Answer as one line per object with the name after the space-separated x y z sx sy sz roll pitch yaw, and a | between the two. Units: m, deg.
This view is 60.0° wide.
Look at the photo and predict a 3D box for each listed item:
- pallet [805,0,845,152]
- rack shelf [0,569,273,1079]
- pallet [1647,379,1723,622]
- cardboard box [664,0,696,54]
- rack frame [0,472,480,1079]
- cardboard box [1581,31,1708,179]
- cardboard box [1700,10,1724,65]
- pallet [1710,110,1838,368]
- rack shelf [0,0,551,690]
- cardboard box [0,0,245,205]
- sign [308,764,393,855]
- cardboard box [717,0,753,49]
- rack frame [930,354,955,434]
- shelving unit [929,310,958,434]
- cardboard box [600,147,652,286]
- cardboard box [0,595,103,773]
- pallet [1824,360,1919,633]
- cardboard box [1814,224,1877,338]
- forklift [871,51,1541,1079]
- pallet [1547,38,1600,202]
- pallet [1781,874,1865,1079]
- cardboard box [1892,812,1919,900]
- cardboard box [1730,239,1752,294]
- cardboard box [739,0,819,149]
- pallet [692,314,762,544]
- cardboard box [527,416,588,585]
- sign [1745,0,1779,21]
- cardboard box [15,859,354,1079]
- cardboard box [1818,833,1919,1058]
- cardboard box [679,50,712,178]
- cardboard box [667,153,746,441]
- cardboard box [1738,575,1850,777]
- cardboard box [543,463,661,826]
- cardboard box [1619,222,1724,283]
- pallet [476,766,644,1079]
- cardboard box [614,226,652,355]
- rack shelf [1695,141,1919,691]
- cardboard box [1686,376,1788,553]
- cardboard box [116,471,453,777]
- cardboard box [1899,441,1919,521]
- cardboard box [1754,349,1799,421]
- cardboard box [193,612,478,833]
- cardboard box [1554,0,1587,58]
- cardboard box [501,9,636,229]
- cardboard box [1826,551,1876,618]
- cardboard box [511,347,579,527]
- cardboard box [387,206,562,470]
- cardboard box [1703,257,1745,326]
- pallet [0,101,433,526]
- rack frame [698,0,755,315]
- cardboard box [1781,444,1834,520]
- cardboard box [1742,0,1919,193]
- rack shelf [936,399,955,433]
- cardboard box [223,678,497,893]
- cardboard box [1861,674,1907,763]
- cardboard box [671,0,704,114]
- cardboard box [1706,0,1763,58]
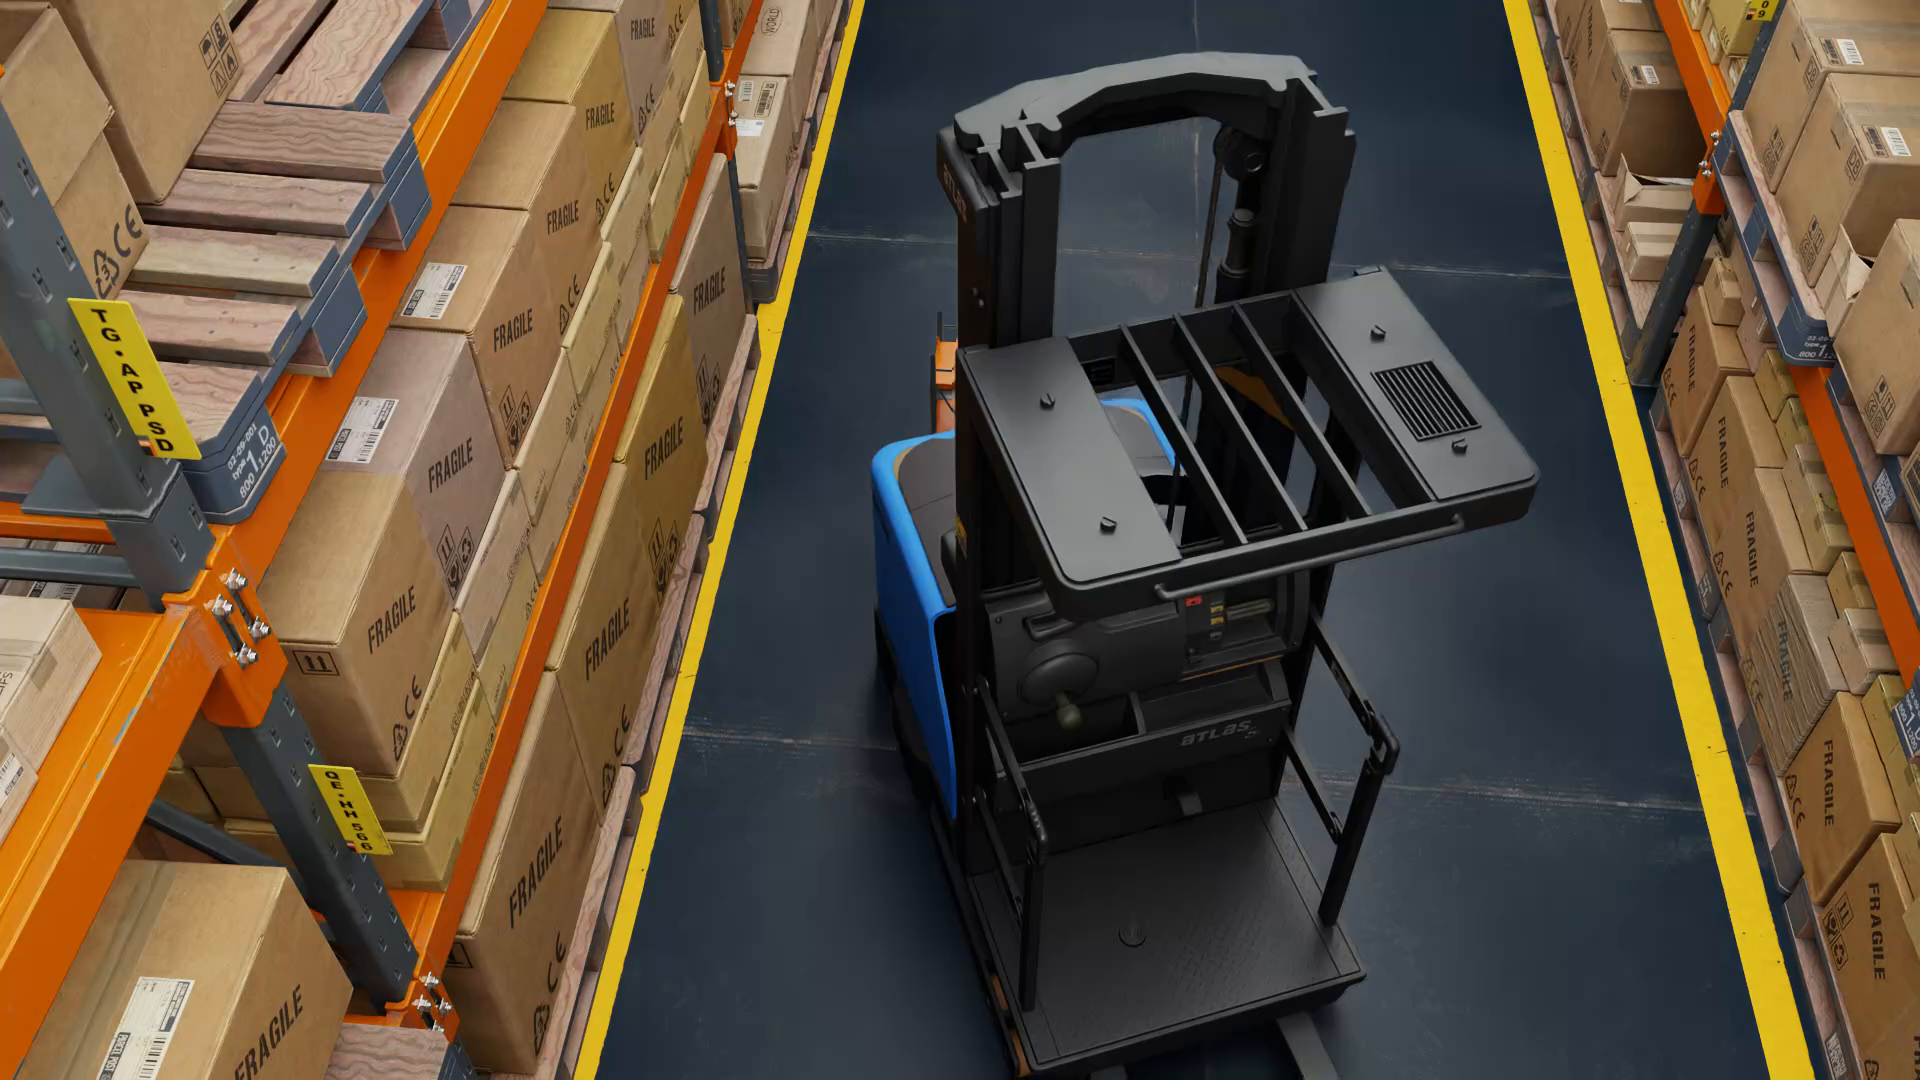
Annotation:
-1.201 -2.547 8.962 1.003 0.211 1.213 4 48 4 | pallet
-2.003 1.604 1.731 1.077 0.370 4.000 4 48 4 | rack shelf
3.450 -0.163 6.782 1.003 0.211 1.213 4 48 4 | pallet
-1.247 -2.061 5.883 0.500 0.500 0.500 5 48 5 | cardboard box
-1.821 0.904 3.916 1.000 3.000 0.127 4 48 4 | rack frame
3.490 -2.110 8.083 0.700 0.500 0.500 2 48 2 | cardboard box
3.267 -2.064 6.801 0.380 0.149 0.250 5 48 5 | cardboard box
3.305 -1.060 5.842 1.003 0.211 1.213 4 48 4 | pallet
-1.639 -1.335 4.419 1.077 0.370 4.000 4 48 4 | rack shelf
-1.920 -1.024 3.295 0.700 0.500 0.500 2 48 2 | cardboard box
-1.280 0.570 3.491 0.100 0.325 0.005 4 48 4 | sign
-1.153 -2.396 6.867 0.500 0.500 0.500 5 48 5 | cardboard box
-0.006 -0.304 6.342 0.200 1.050 0.008 4 48 4 | rack frame
0.005 -0.394 6.424 0.215 1.050 0.252 4 48 4 | shelving unit
-1.334 -1.064 5.479 0.500 0.250 0.500 5 48 4 | cardboard box
-1.641 0.222 2.678 0.380 0.149 0.250 4 48 4 | cardboard box
3.295 -0.129 4.992 1.003 0.211 1.213 4 48 4 | pallet
2.978 -0.805 5.286 0.396 0.266 0.258 6 48 5 | cardboard box
0.595 0.358 4.462 1.130 2.935 3.031 -13 49 -11 | forklift
3.659 -2.167 8.615 1.003 0.211 1.213 4 48 4 | pallet
3.228 1.630 5.142 1.003 0.211 1.213 4 48 4 | pallet
2.977 0.945 4.849 0.380 0.149 0.250 2 48 2 | cardboard box
3.250 -1.072 6.492 0.380 0.149 0.250 3 48 3 | cardboard box
-1.211 -2.424 8.412 0.875 0.438 0.875 3 48 2 | cardboard box
-1.452 -0.522 7.110 1.003 0.211 1.213 4 48 4 | pallet
-1.443 -0.152 4.984 0.500 0.250 0.500 5 48 5 | cardboard box
2.946 -2.027 6.011 0.100 0.325 0.005 4 48 4 | sign
-1.586 0.981 3.292 0.500 0.500 0.500 3 48 2 | cardboard box
3.003 1.245 5.014 0.500 0.500 0.500 3 48 3 | cardboard box
-1.246 -1.638 6.343 0.500 0.250 0.500 3 48 3 | cardboard box
-1.433 -0.999 6.812 0.875 0.875 0.875 5 48 5 | cardboard box
3.077 0.477 5.716 0.500 0.500 0.500 2 48 2 | cardboard box
-1.590 0.322 5.604 0.875 0.875 0.875 4 48 4 | cardboard box
3.245 -1.313 7.591 0.380 0.149 0.250 3 48 2 | cardboard box
-1.674 1.271 5.471 1.003 0.211 1.213 4 48 4 | pallet
-1.359 -0.894 5.663 0.500 0.250 0.500 3 48 2 | cardboard box
3.305 0.008 5.223 1.077 0.370 4.000 4 48 4 | rack shelf
3.180 -0.270 6.400 0.500 0.500 0.500 3 48 3 | cardboard box
-1.533 0.187 3.827 0.500 0.500 0.500 2 48 2 | cardboard box
3.087 -0.153 4.529 0.797 0.503 0.637 3 48 3 | cardboard box
3.229 -0.577 6.241 0.380 0.149 0.250 2 48 2 | cardboard box
-1.529 0.430 4.113 0.500 0.250 0.500 4 48 3 | cardboard box
3.585 -2.873 8.780 0.700 0.500 0.500 6 48 5 | cardboard box
-1.353 -1.309 5.195 0.500 0.500 0.500 5 48 5 | cardboard box
3.137 0.188 5.541 0.380 0.149 0.250 4 48 4 | cardboard box
-1.423 -0.315 4.794 0.500 0.250 0.500 4 48 3 | cardboard box
-1.434 -0.557 4.508 0.500 0.500 0.500 5 48 5 | cardboard box
3.189 -0.976 6.605 0.380 0.149 0.250 6 48 5 | cardboard box
-1.815 -0.521 3.315 1.213 0.211 1.003 6 48 5 | pallet
-1.456 -2.035 6.605 1.000 3.000 0.127 4 48 4 | rack frame
3.158 -0.194 5.890 0.380 0.149 0.250 4 48 3 | cardboard box
3.220 -1.539 5.799 0.700 0.500 0.500 5 48 5 | cardboard box
0.005 -0.386 6.432 0.215 0.259 0.240 4 48 4 | rack shelf
-1.526 0.612 4.285 0.500 0.250 0.500 3 48 3 | cardboard box
3.069 0.571 5.191 0.380 0.149 0.250 3 48 3 | cardboard box
-1.255 -1.813 6.164 0.500 0.250 0.500 4 48 3 | cardboard box
3.290 -2.145 6.605 0.500 0.250 0.500 5 48 5 | cardboard box
